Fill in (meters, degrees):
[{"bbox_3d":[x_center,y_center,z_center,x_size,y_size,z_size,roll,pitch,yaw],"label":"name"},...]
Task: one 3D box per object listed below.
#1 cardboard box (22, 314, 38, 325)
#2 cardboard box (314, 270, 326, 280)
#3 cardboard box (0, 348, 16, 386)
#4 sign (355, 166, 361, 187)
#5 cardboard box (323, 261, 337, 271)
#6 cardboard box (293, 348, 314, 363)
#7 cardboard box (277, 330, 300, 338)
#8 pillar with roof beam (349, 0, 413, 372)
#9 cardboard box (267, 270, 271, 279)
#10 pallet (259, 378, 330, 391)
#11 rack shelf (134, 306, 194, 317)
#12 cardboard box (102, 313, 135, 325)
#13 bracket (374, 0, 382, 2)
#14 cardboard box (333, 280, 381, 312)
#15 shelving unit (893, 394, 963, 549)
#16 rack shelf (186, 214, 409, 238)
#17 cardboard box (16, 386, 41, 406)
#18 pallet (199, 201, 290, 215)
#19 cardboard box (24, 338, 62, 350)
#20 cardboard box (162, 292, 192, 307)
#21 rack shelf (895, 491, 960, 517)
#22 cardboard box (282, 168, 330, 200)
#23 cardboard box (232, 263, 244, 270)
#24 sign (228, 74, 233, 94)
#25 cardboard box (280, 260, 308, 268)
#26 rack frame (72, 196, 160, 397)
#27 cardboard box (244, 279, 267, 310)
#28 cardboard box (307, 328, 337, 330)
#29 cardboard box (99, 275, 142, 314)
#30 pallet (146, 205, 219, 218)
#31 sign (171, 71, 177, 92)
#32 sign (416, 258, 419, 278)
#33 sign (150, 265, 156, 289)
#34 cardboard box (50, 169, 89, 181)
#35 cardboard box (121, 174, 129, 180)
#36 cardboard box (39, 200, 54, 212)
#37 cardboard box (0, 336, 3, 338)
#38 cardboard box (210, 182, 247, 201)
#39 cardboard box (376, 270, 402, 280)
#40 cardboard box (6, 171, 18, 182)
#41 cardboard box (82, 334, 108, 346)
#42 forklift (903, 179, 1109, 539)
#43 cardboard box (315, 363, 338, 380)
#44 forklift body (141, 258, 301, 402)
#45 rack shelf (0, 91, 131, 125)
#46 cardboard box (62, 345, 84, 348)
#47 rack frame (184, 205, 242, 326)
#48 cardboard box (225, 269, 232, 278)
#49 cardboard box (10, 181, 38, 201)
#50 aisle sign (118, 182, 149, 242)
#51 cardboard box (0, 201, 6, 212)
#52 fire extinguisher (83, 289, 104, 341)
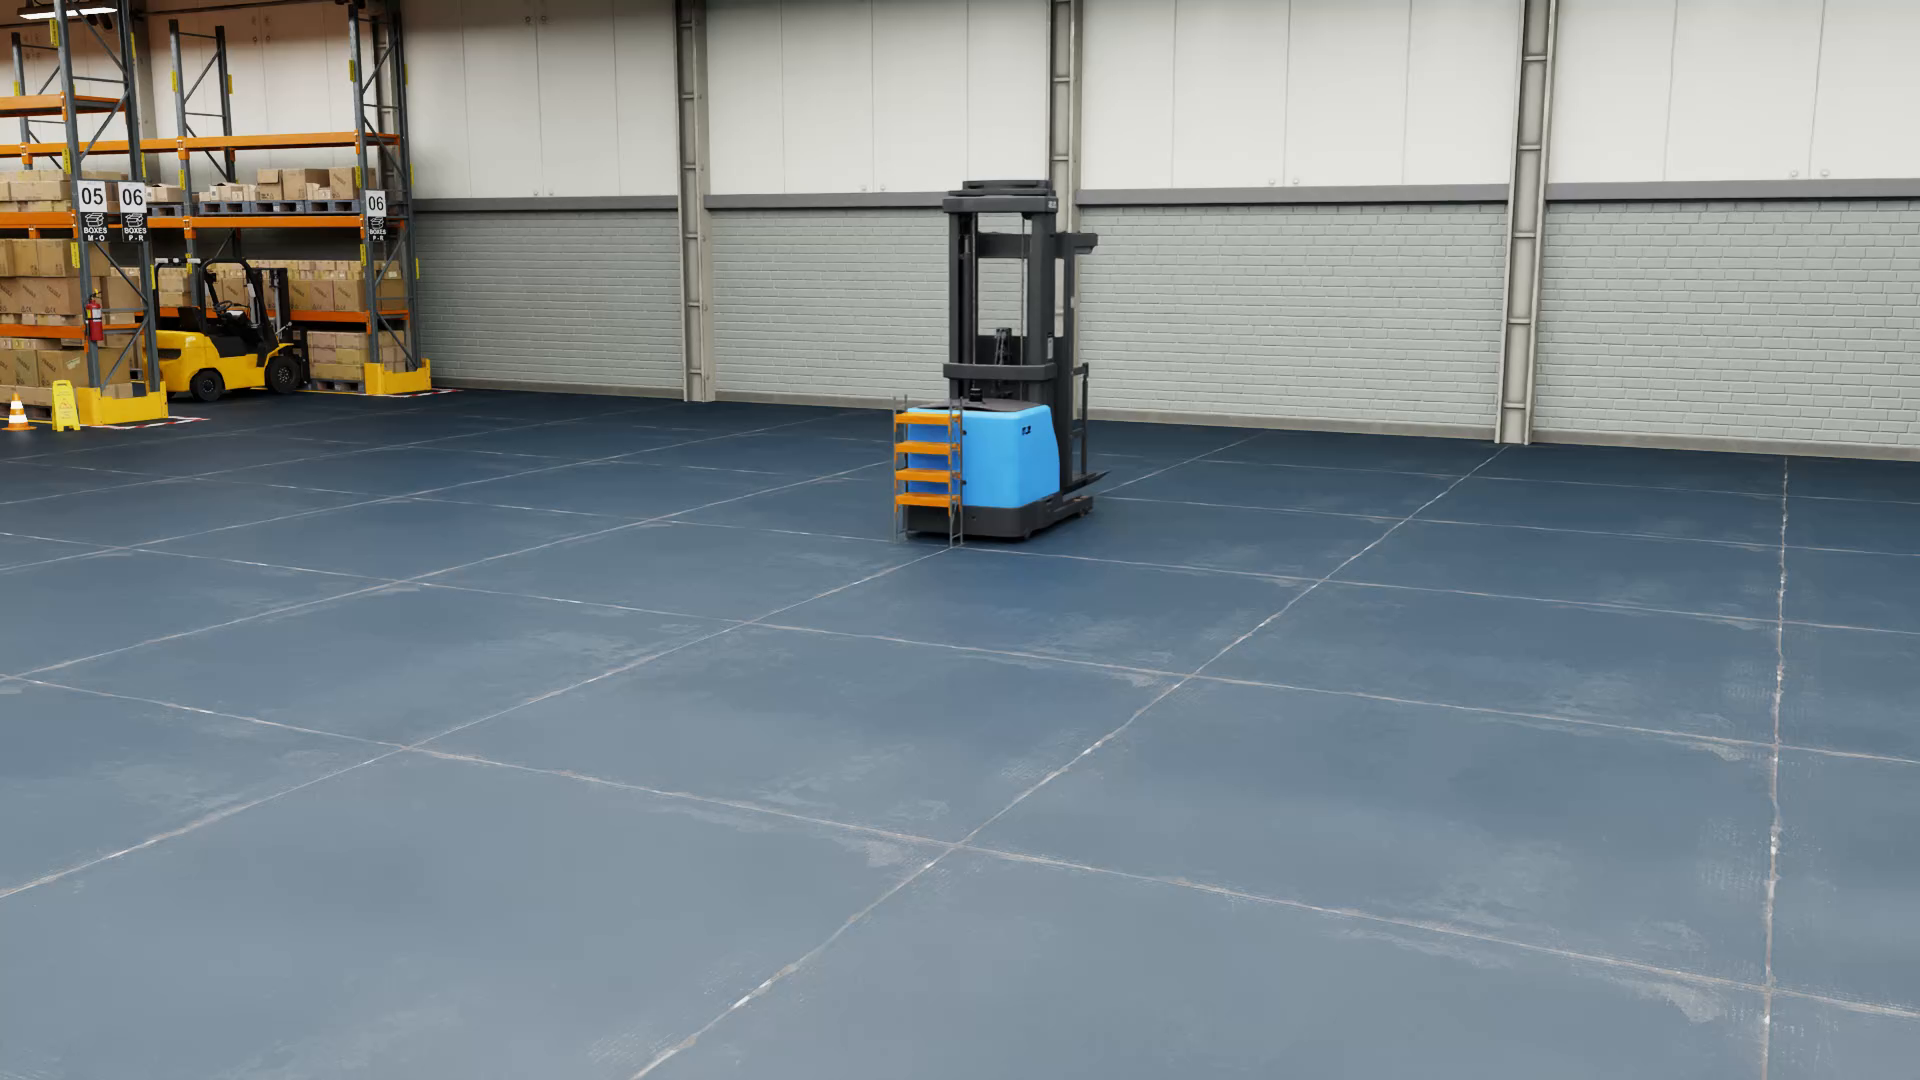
[{"bbox_3d":[-12.514,-3.011,22.650,0.250,0.149,0.380,5,12,27],"label":"cardboard box"},{"bbox_3d":[-10.250,-4.309,27.014,0.250,0.149,0.380,5,11,25],"label":"cardboard box"},{"bbox_3d":[-13.096,-2.424,23.135,0.500,0.500,0.500,5,11,24],"label":"cardboard box"},{"bbox_3d":[-9.403,-5.678,25.996,0.005,0.325,0.100,5,11,26],"label":"sign"},{"bbox_3d":[-10.046,-4.431,26.854,0.250,0.149,0.380,5,12,27],"label":"cardboard box"},{"bbox_3d":[-10.642,-3.058,27.341,0.500,0.250,0.500,5,11,25],"label":"cardboard box"},{"bbox_3d":[-11.070,-3.342,27.507,0.500,0.250,0.500,5,11,25],"label":"cardboard box"},{"bbox_3d":[-11.281,-6.354,23.573,0.548,9.000,9.100,5,11,26],"label":"pillar with roof beam"},{"bbox_3d":[-11.190,-4.383,27.421,0.250,0.149,0.380,5,11,25],"label":"cardboard box"},{"bbox_3d":[-10.944,-2.669,27.884,1.213,0.211,1.003,5,11,26],"label":"pallet"},{"bbox_3d":[-14.531,-4.010,29.484,4.000,0.370,1.077,5,11,26],"label":"rack shelf"},{"bbox_3d":[-11.556,-3.034,22.779,0.250,0.149,0.380,5,11,26],"label":"cardboard box"},{"bbox_3d":[-9.161,-8.724,26.557,0.430,0.232,0.235,5,11,26],"label":"bracket"},{"bbox_3d":[-9.708,-3.937,26.781,0.500,0.500,0.500,5,11,25],"label":"cardboard box"},{"bbox_3d":[-0.256,-0.558,13.444,0.503,1.200,0.258,4,11,22],"label":"shelving unit"},{"bbox_3d":[-10.944,-5.171,27.475,4.000,0.370,1.077,5,11,26],"label":"rack shelf"},{"bbox_3d":[-12.648,-2.015,22.980,0.500,0.250,0.500,5,11,26],"label":"cardboard box"},{"bbox_3d":[-11.961,-5.576,27.941,1.213,0.211,1.003,5,11,26],"label":"pallet"},{"bbox_3d":[-12.536,-2.680,22.728,0.250,0.149,0.380,5,12,27],"label":"cardboard box"},{"bbox_3d":[-13.305,-4.130,28.551,0.500,0.250,0.500,5,12,27],"label":"cardboard box"},{"bbox_3d":[-0.256,-0.297,13.492,0.480,0.148,0.258,4,11,22],"label":"rack shelf"},{"bbox_3d":[-10.529,-5.765,26.997,0.500,0.500,0.700,5,11,26],"label":"cardboard box"},{"bbox_3d":[-11.890,-4.587,27.715,0.250,0.149,0.380,5,12,27],"label":"cardboard box"},{"bbox_3d":[-12.470,-7.783,28.397,0.005,0.325,0.100,5,11,26],"label":"sign"},{"bbox_3d":[-10.943,-4.520,27.347,0.250,0.149,0.380,5,11,27],"label":"cardboard box"},{"bbox_3d":[-11.343,-3.098,22.426,0.127,3.000,1.000,5,11,26],"label":"rack frame"},{"bbox_3d":[-11.526,-4.101,27.685,0.500,0.500,0.500,5,11,25],"label":"cardboard box"},{"bbox_3d":[-10.847,-3.426,27.973,0.500,0.250,0.500,5,11,25],"label":"cardboard box"},{"bbox_3d":[-11.645,-3.375,22.841,0.500,0.500,0.500,5,11,25],"label":"cardboard box"},{"bbox_3d":[-13.534,-5.656,28.672,1.217,0.209,0.805,5,11,24],"label":"pallet"},{"bbox_3d":[-12.967,-7.569,27.441,0.005,0.325,0.100,5,11,26],"label":"sign"},{"bbox_3d":[-8.899,-4.444,27.210,0.005,0.325,0.100,5,11,26],"label":"sign"},{"bbox_3d":[-11.103,-3.611,22.827,0.005,0.325,0.100,5,11,26],"label":"sign"},{"bbox_3d":[-11.777,-4.822,21.997,0.250,0.149,0.380,5,11,26],"label":"cardboard box"},{"bbox_3d":[-14.870,-6.126,28.995,0.500,0.500,0.500,5,12,27],"label":"cardboard box"},{"bbox_3d":[-12.024,-4.448,22.169,0.250,0.149,0.380,5,11,26],"label":"cardboard box"},{"bbox_3d":[-17.713,-3.579,30.923,0.500,0.500,0.500,6,12,28],"label":"cardboard box"},{"bbox_3d":[-12.099,-5.790,27.666,0.500,0.311,0.500,5,12,27],"label":"cardboard box"},{"bbox_3d":[-9.339,-4.328,27.117,0.250,0.149,0.380,5,11,24],"label":"cardboard box"},{"bbox_3d":[-12.649,-4.915,22.506,0.250,0.149,0.380,5,11,26],"label":"cardboard box"},{"bbox_3d":[-15.182,-3.458,29.904,0.625,0.625,0.875,5,12,28],"label":"cardboard box"},{"bbox_3d":[0.559,-1.670,14.729,1.130,2.935,3.031,4,11,22],"label":"forklift"},{"bbox_3d":[-10.153,-2.772,27.166,0.500,0.250,0.500,5,11,26],"label":"cardboard box"},{"bbox_3d":[-11.658,-3.332,26.099,1.214,2.155,2.313,5,11,26],"label":"forklift body"},{"bbox_3d":[-13.137,-5.852,22.827,4.000,0.370,1.077,5,11,26],"label":"rack shelf"},{"bbox_3d":[-12.436,-2.471,23.395,0.500,0.500,0.500,5,11,24],"label":"cardboard box"},{"bbox_3d":[-12.737,-4.206,28.549,0.127,3.000,1.000,5,11,26],"label":"rack frame"},{"bbox_3d":[-12.089,-4.471,27.911,0.250,0.149,0.380,5,11,26],"label":"cardboard box"},{"bbox_3d":[-12.366,-4.686,22.362,0.500,0.250,0.500,5,11,25],"label":"cardboard box"},{"bbox_3d":[-11.150,-4.422,22.441,0.004,0.787,0.394,5,11,26],"label":"aisle sign"},{"bbox_3d":[-12.923,-4.539,22.672,0.250,0.149,0.380,5,11,24],"label":"cardboard box"},{"bbox_3d":[-11.444,-2.977,21.976,0.183,0.674,0.296,5,11,26],"label":"fire extinguisher"}]
